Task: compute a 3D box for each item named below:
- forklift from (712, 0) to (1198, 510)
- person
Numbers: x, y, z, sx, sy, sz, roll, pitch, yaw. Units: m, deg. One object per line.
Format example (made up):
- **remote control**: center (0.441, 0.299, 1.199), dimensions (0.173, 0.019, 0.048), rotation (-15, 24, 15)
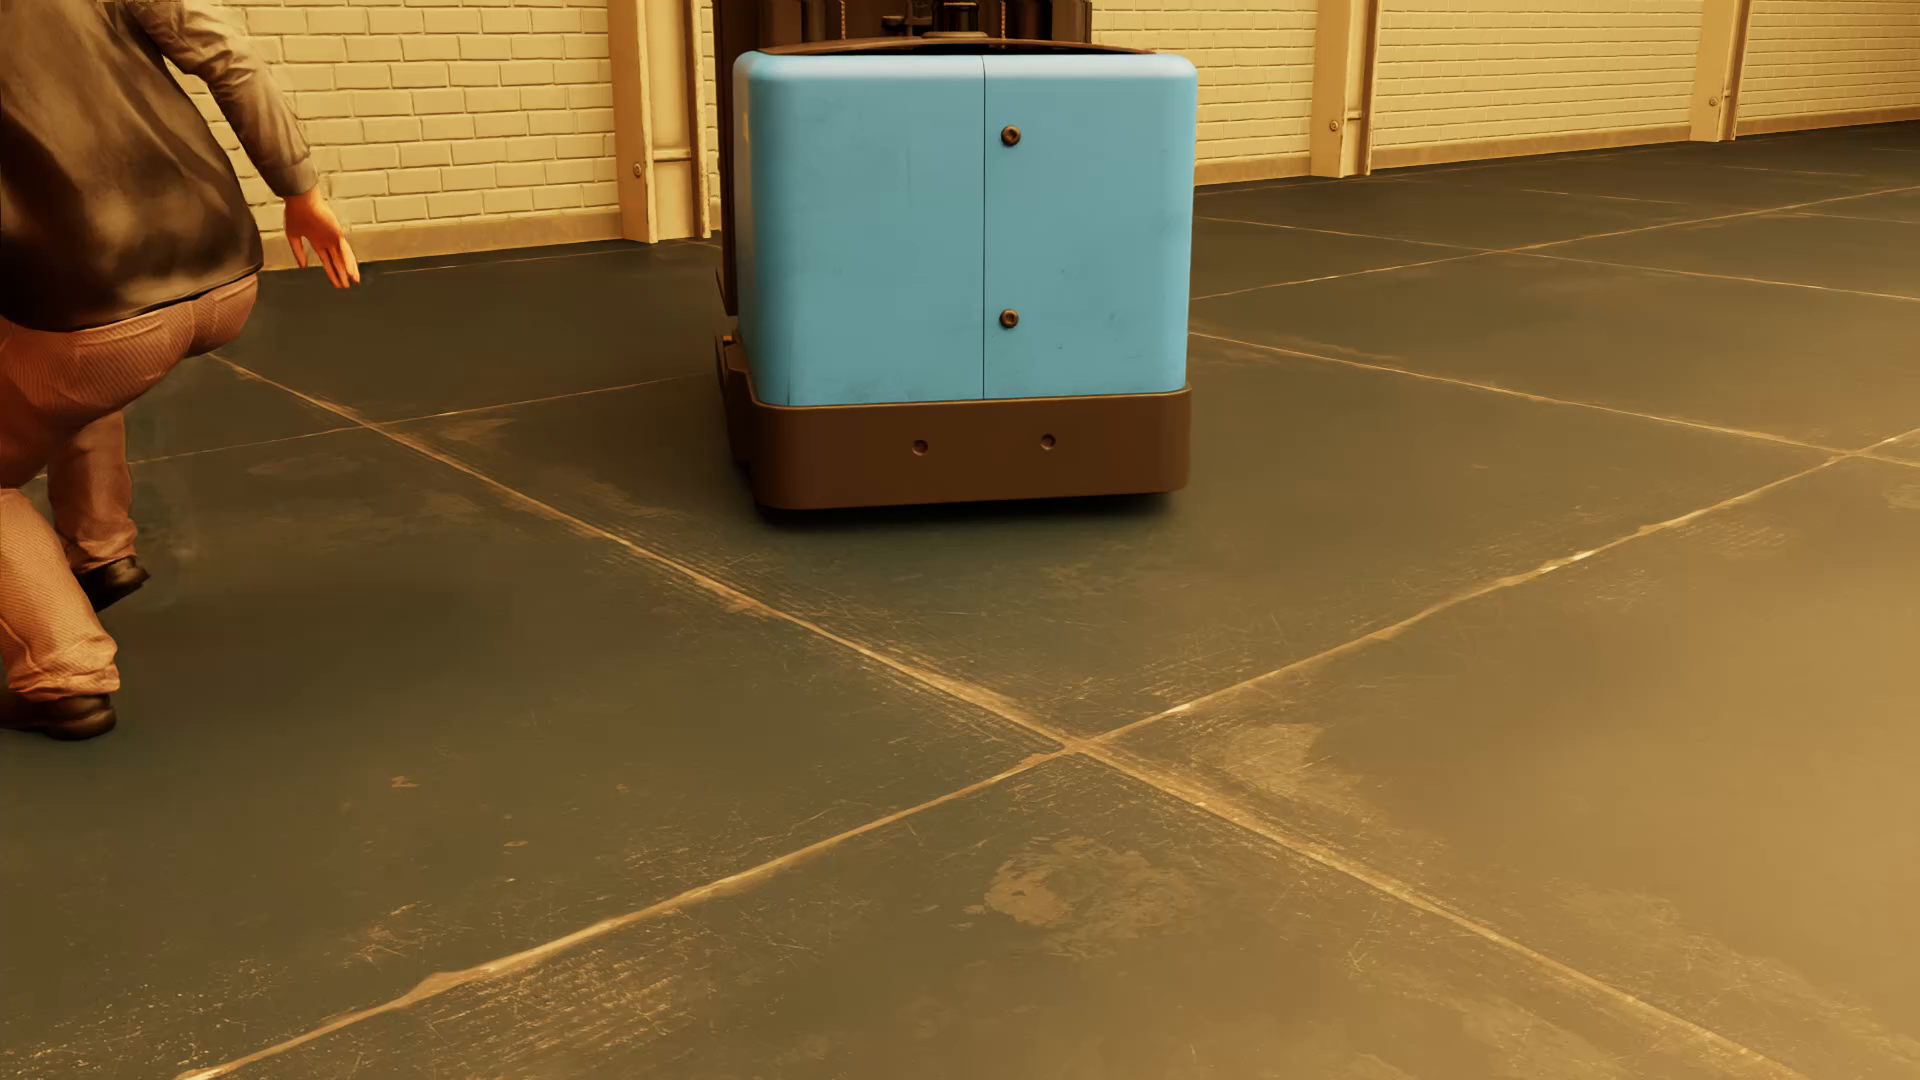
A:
- **forklift**: center (-0.204, -1.866, 4.904), dimensions (1.130, 2.935, 3.031), rotation (-3, 18, -9)
- **person**: center (-1.558, -0.467, 2.869), dimensions (0.723, 1.516, 0.750), rotation (12, 21, 33)
